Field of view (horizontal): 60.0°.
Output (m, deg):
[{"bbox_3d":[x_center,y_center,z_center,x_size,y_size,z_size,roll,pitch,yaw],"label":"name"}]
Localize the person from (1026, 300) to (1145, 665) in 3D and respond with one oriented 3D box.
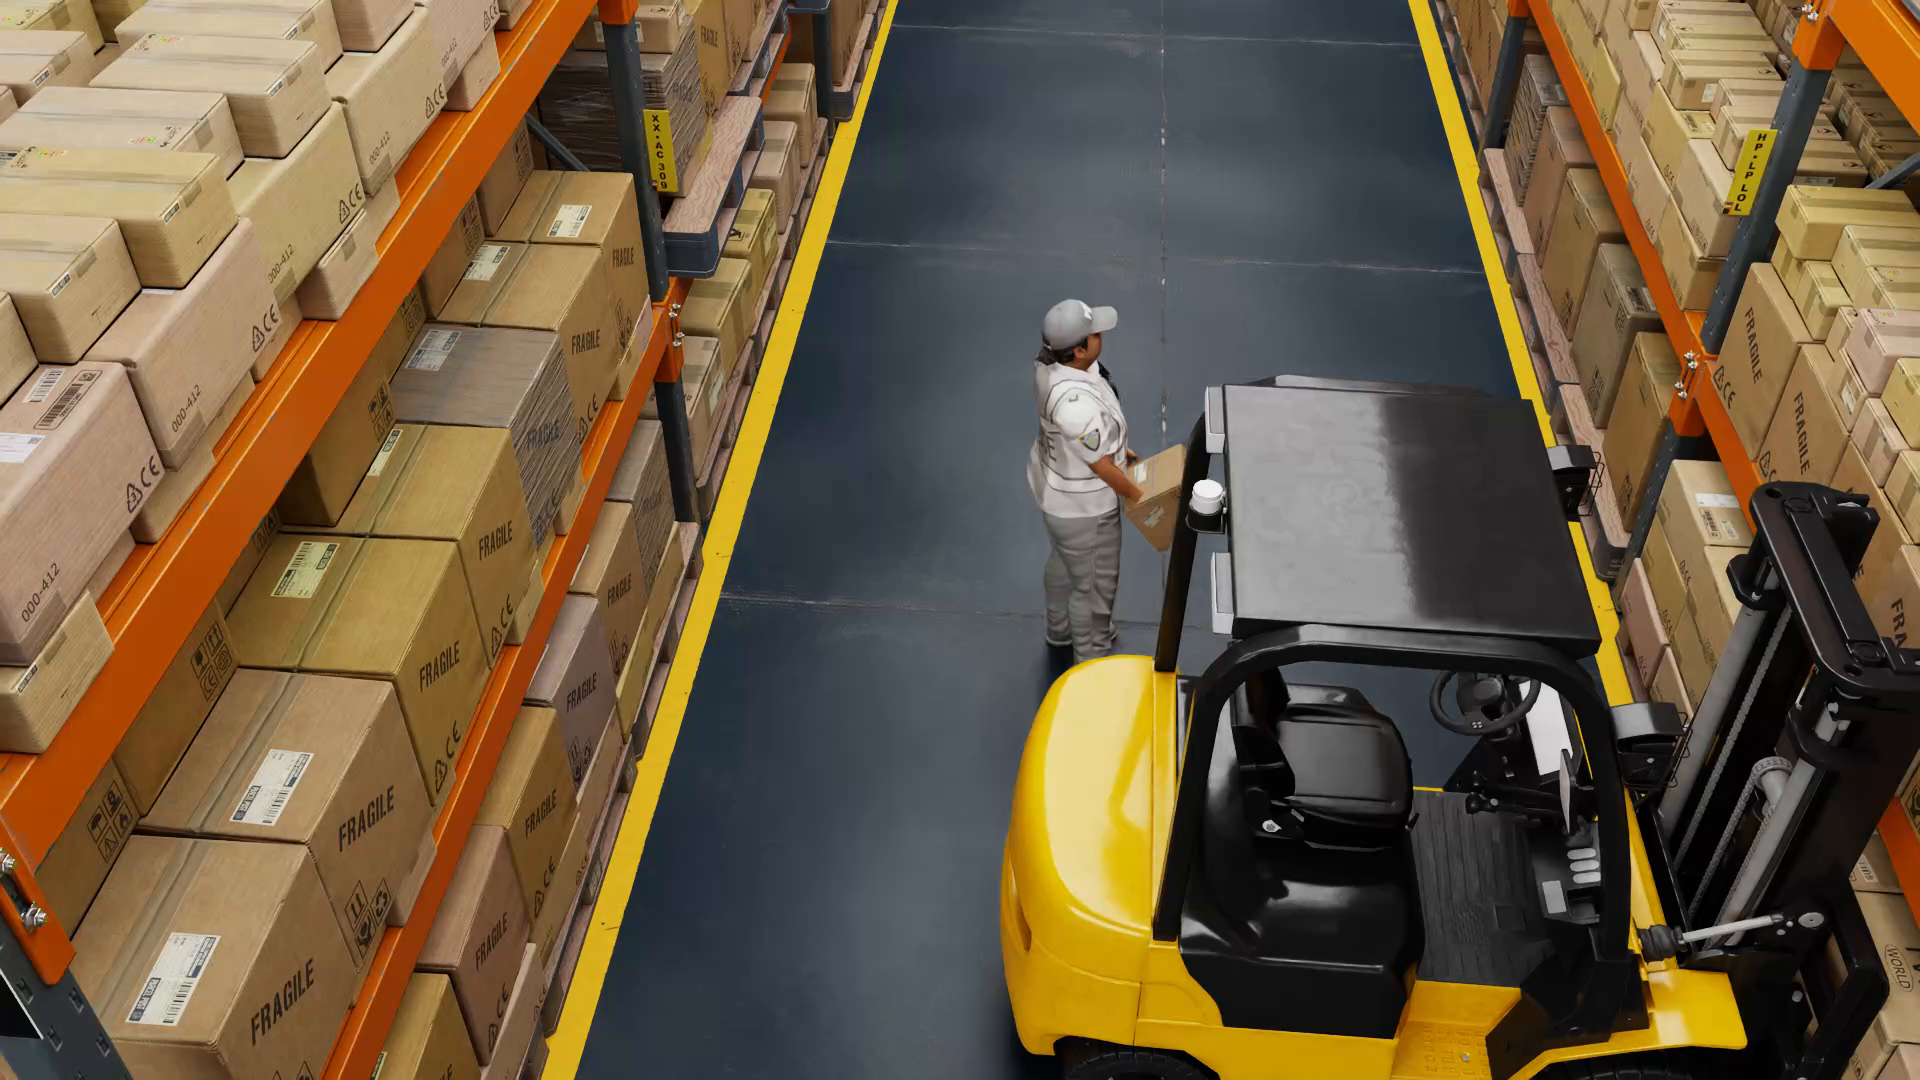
[{"bbox_3d":[0.504,-0.171,6.350,0.467,1.672,0.541,-7,41,-8],"label":"person"}]
